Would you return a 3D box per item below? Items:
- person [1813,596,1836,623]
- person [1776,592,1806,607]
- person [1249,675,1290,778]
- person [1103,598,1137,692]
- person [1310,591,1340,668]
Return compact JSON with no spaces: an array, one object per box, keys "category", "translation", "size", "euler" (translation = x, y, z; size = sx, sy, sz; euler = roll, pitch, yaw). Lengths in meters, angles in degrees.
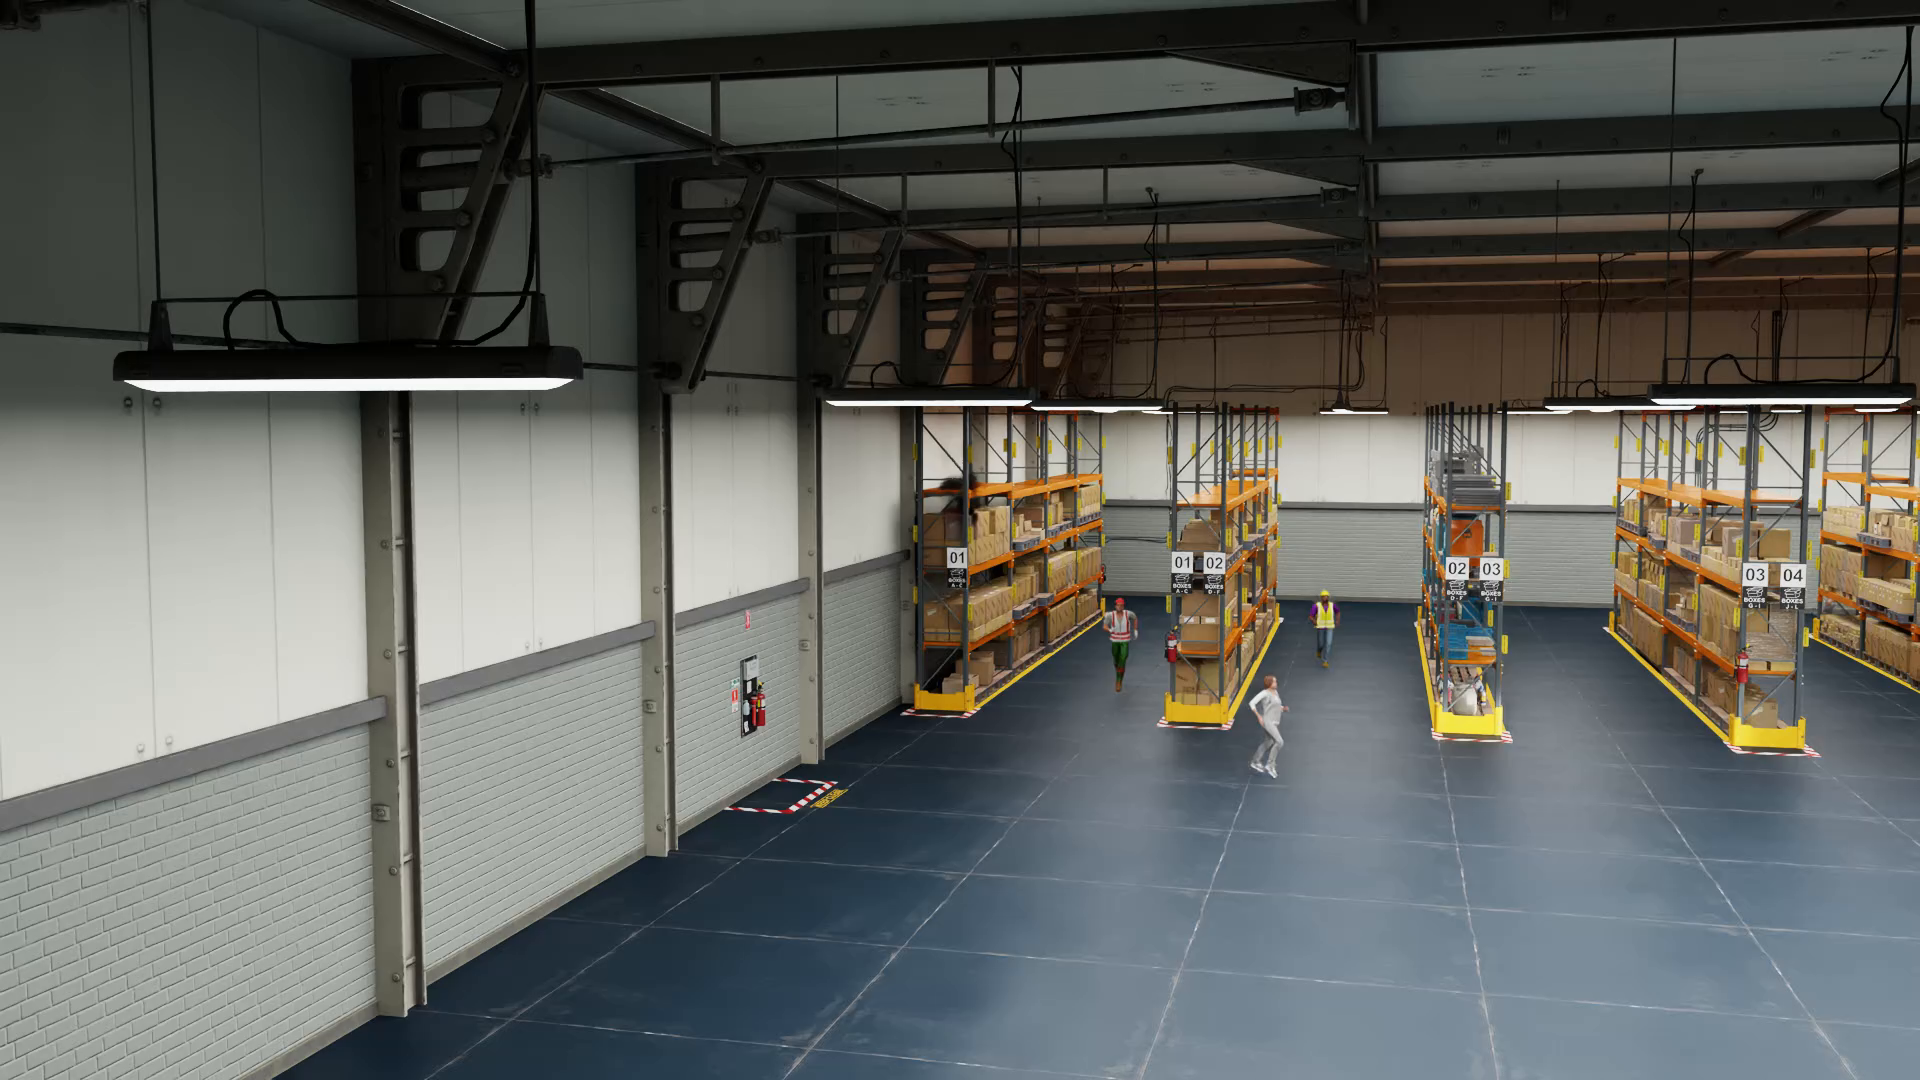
[{"category":"person","translation":[23.153,1.677,44.388],"size":[0.625,1.611,0.729],"euler":[3,5,37]},{"category":"person","translation":[20.420,1.814,40.931],"size":[0.733,1.802,0.936],"euler":[1,4,12]},{"category":"person","translation":[4.941,2.965,26.526],"size":[0.695,1.631,0.506],"euler":[3,5,35]},{"category":"person","translation":[3.221,2.077,33.491],"size":[0.691,1.845,0.920],"euler":[1,4,7]},{"category":"person","translation":[8.421,2.032,38.326],"size":[0.713,1.736,0.897],"euler":[0,4,6]}]
